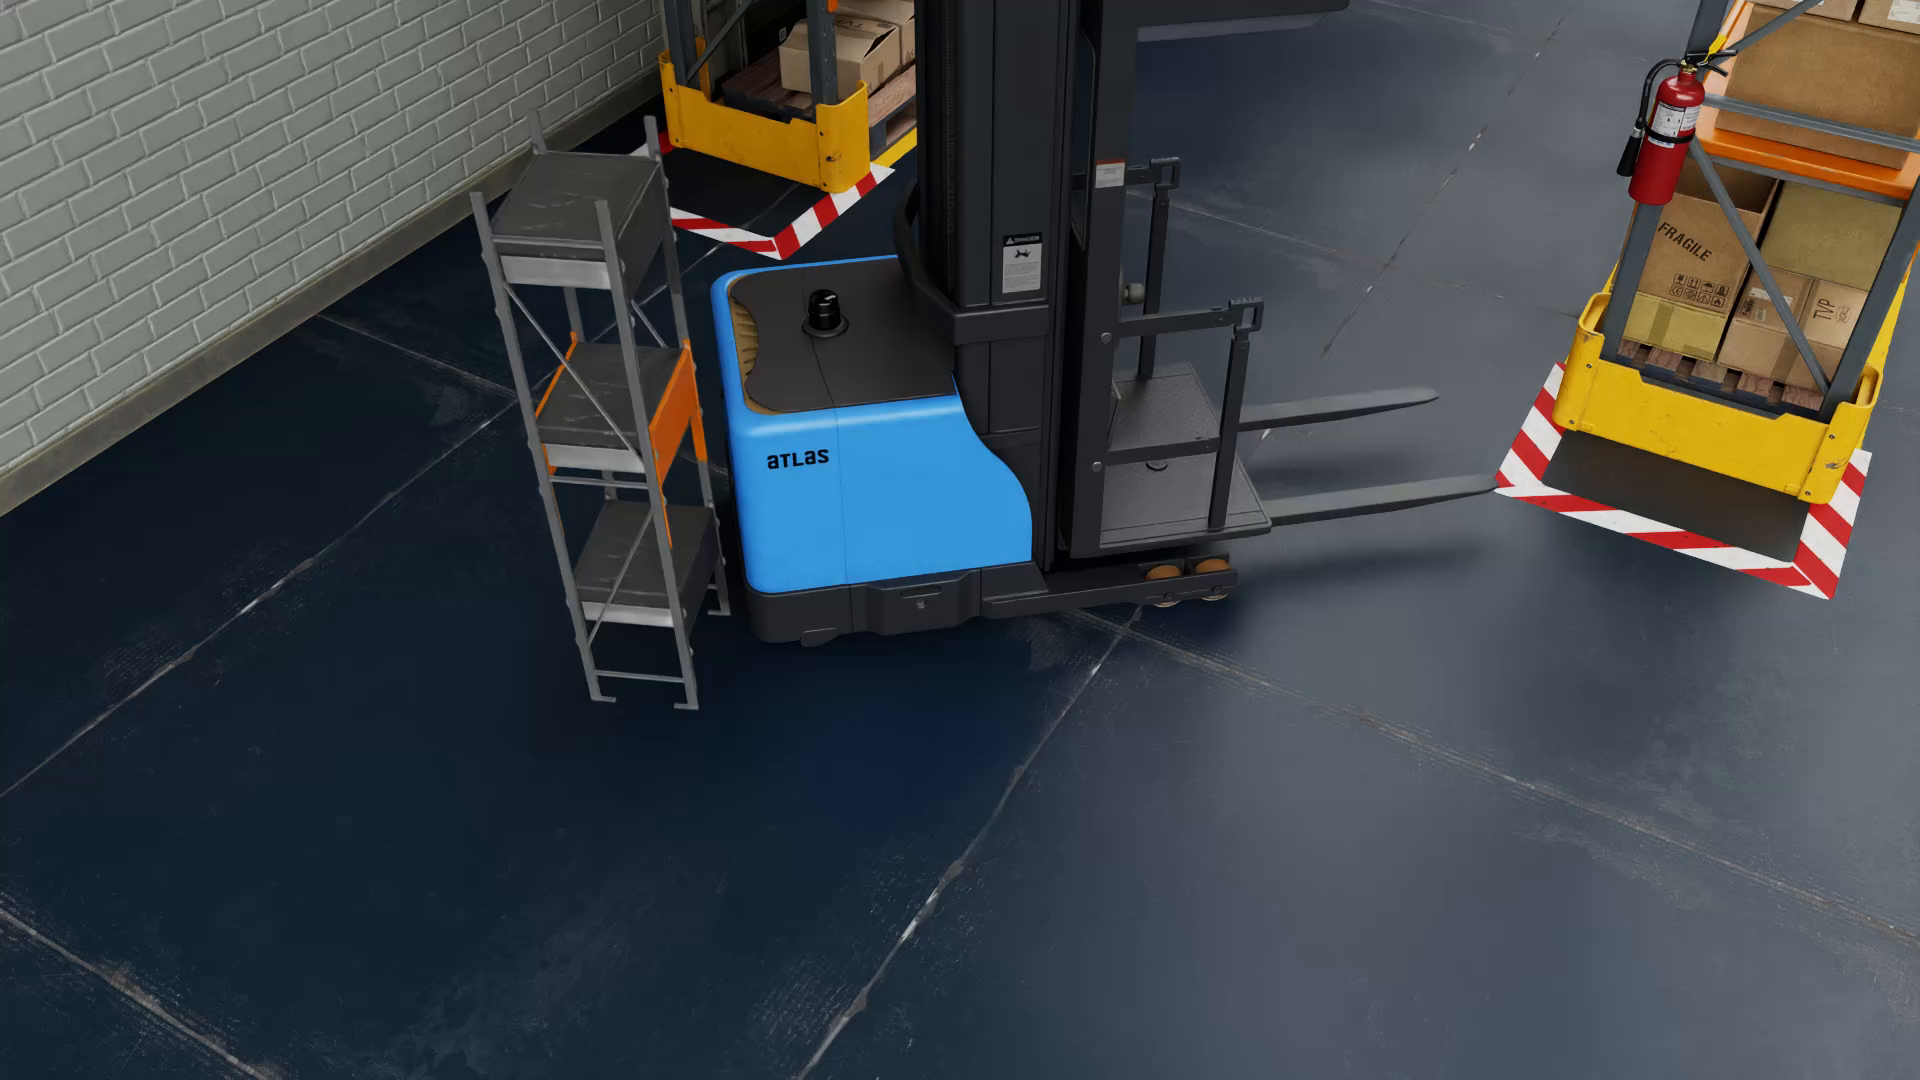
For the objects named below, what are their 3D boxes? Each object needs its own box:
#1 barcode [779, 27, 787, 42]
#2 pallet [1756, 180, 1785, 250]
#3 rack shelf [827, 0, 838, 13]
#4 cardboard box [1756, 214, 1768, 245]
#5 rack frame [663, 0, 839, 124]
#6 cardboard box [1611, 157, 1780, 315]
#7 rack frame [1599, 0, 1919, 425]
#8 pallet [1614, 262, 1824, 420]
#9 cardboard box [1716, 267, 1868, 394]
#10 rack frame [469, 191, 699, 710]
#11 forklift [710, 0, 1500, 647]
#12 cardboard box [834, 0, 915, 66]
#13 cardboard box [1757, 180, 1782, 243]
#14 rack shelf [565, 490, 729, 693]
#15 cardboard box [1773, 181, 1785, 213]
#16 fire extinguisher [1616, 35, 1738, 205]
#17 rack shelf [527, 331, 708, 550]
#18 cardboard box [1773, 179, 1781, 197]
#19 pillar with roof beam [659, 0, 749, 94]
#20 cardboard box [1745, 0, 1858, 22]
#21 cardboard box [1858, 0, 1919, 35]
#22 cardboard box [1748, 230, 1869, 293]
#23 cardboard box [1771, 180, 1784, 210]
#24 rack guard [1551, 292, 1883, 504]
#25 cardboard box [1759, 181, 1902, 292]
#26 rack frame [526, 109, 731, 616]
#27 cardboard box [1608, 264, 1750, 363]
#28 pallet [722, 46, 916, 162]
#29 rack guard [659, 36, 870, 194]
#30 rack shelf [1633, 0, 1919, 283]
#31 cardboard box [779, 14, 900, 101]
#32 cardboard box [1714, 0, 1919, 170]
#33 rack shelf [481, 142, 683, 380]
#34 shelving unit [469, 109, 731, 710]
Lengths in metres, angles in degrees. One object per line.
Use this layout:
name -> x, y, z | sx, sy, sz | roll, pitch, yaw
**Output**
barcode -> -1.005, -2.868, 9.432 | 0.001, 0.075, 0.075 | 21, 45, 22
pallet -> 4.156, -1.664, 8.479 | 1.003, 0.211, 1.213 | 21, 45, 22
rack shelf -> -0.091, -4.074, 9.651 | 1.077, 0.370, 4.000 | 21, 45, 22
cardboard box -> 3.451, -1.384, 7.814 | 0.500, 0.250, 0.500 | 21, 45, 22
rack frame -> -1.092, -3.200, 8.114 | 1.000, 3.000, 0.127 | 21, 45, 22
cardboard box -> 3.209, -1.376, 7.238 | 0.500, 0.500, 0.500 | 21, 45, 22
rack frame -> 3.198, -1.563, 6.256 | 1.000, 3.000, 0.127 | 21, 45, 22
pallet -> 3.545, -0.968, 7.690 | 1.003, 0.211, 1.213 | 21, 45, 22
cardboard box -> 3.659, -0.922, 7.291 | 0.500, 0.250, 0.500 | 21, 45, 22
rack frame -> -1.165, -0.182, 5.363 | 0.400, 2.100, 0.015 | 5, 42, 6
forklift -> 0.614, -1.177, 5.869 | 3.031, 2.935, 1.130 | -7, 42, -8
cardboard box -> -0.383, -3.048, 9.643 | 0.500, 0.311, 0.500 | 25, 47, 25
cardboard box -> 3.699, -1.670, 8.140 | 0.500, 0.250, 0.500 | 21, 45, 22
rack shelf -> -1.120, 0.185, 6.020 | 0.431, 0.518, 0.480 | 5, 42, 6
cardboard box -> 4.147, -1.781, 7.698 | 0.500, 0.500, 0.500 | 21, 45, 22
fire extinguisher -> 2.737, -1.620, 6.379 | 0.296, 0.674, 0.183 | 21, 45, 22
rack shelf -> -1.131, -0.335, 5.552 | 0.431, 0.518, 0.480 | 5, 42, 6
cardboard box -> 3.697, -1.953, 7.893 | 0.500, 0.500, 0.500 | 21, 45, 22
pillar with roof beam -> 2.236, -4.714, 5.294 | 9.100, 9.000, 0.400 | 21, 45, 22
cardboard box -> 3.225, -2.126, 6.328 | 0.380, 0.149, 0.250 | 20, 45, 21
cardboard box -> 3.581, -1.998, 6.182 | 0.380, 0.149, 0.250 | 21, 45, 22
cardboard box -> 3.906, -1.210, 7.617 | 0.500, 0.250, 0.500 | 21, 45, 22
cardboard box -> 3.951, -1.956, 8.464 | 0.500, 0.250, 0.500 | 21, 45, 22
rack guard -> 3.186, -0.612, 7.066 | 1.175, 0.500, 0.348 | 21, 45, 22
cardboard box -> 3.908, -1.491, 7.368 | 0.500, 0.500, 0.500 | 21, 45, 22
rack frame -> -1.098, -0.507, 5.722 | 0.400, 2.100, 0.015 | 5, 42, 6
cardboard box -> 3.211, -1.094, 7.485 | 0.500, 0.250, 0.500 | 21, 45, 22
pallet -> -0.617, -2.650, 9.599 | 1.003, 0.211, 1.213 | 21, 45, 22
rack guard -> -1.054, -2.305, 8.989 | 1.175, 0.500, 0.348 | 21, 45, 22
rack shelf -> 4.199, -2.438, 7.793 | 1.077, 0.370, 4.000 | 21, 45, 22
cardboard box -> -0.668, -2.722, 9.273 | 0.500, 0.311, 0.500 | 16, 44, 17
cardboard box -> 3.443, -1.864, 6.521 | 0.700, 0.500, 0.500 | 21, 45, 22
rack shelf -> -1.142, -0.854, 5.083 | 0.431, 0.518, 0.480 | 5, 42, 6
shelving unit -> -1.131, -0.345, 5.542 | 0.431, 2.100, 0.503 | 5, 42, 6
